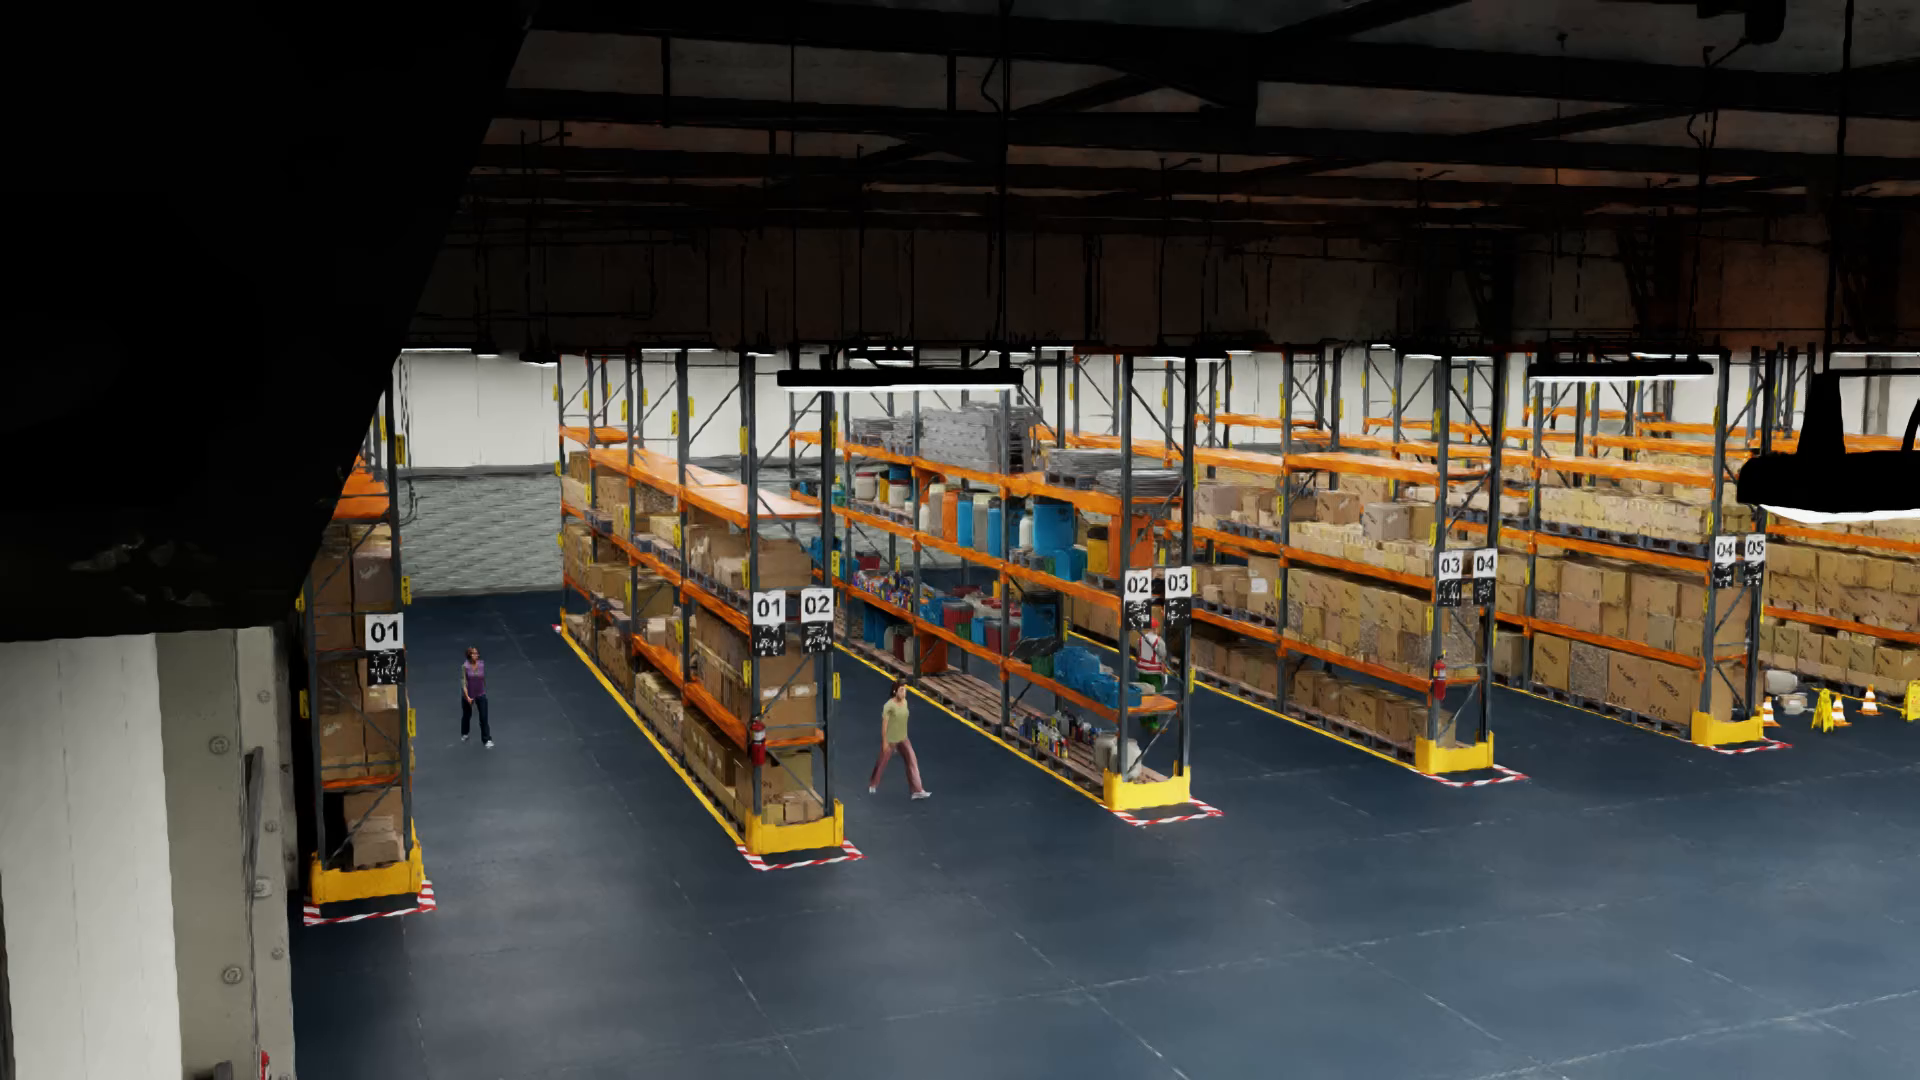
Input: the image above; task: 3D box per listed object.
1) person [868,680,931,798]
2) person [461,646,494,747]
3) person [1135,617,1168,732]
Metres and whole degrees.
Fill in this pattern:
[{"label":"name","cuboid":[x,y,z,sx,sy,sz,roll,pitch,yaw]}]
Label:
[{"label":"person","cuboid":[-0.863,2.684,22.483,0.484,1.622,0.951,-7,10,-44]},{"label":"person","cuboid":[-7.388,2.362,25.250,0.411,1.525,0.956,-4,8,-30]},{"label":"person","cuboid":[3.036,2.095,26.255,0.625,1.794,0.468,7,10,42]}]
